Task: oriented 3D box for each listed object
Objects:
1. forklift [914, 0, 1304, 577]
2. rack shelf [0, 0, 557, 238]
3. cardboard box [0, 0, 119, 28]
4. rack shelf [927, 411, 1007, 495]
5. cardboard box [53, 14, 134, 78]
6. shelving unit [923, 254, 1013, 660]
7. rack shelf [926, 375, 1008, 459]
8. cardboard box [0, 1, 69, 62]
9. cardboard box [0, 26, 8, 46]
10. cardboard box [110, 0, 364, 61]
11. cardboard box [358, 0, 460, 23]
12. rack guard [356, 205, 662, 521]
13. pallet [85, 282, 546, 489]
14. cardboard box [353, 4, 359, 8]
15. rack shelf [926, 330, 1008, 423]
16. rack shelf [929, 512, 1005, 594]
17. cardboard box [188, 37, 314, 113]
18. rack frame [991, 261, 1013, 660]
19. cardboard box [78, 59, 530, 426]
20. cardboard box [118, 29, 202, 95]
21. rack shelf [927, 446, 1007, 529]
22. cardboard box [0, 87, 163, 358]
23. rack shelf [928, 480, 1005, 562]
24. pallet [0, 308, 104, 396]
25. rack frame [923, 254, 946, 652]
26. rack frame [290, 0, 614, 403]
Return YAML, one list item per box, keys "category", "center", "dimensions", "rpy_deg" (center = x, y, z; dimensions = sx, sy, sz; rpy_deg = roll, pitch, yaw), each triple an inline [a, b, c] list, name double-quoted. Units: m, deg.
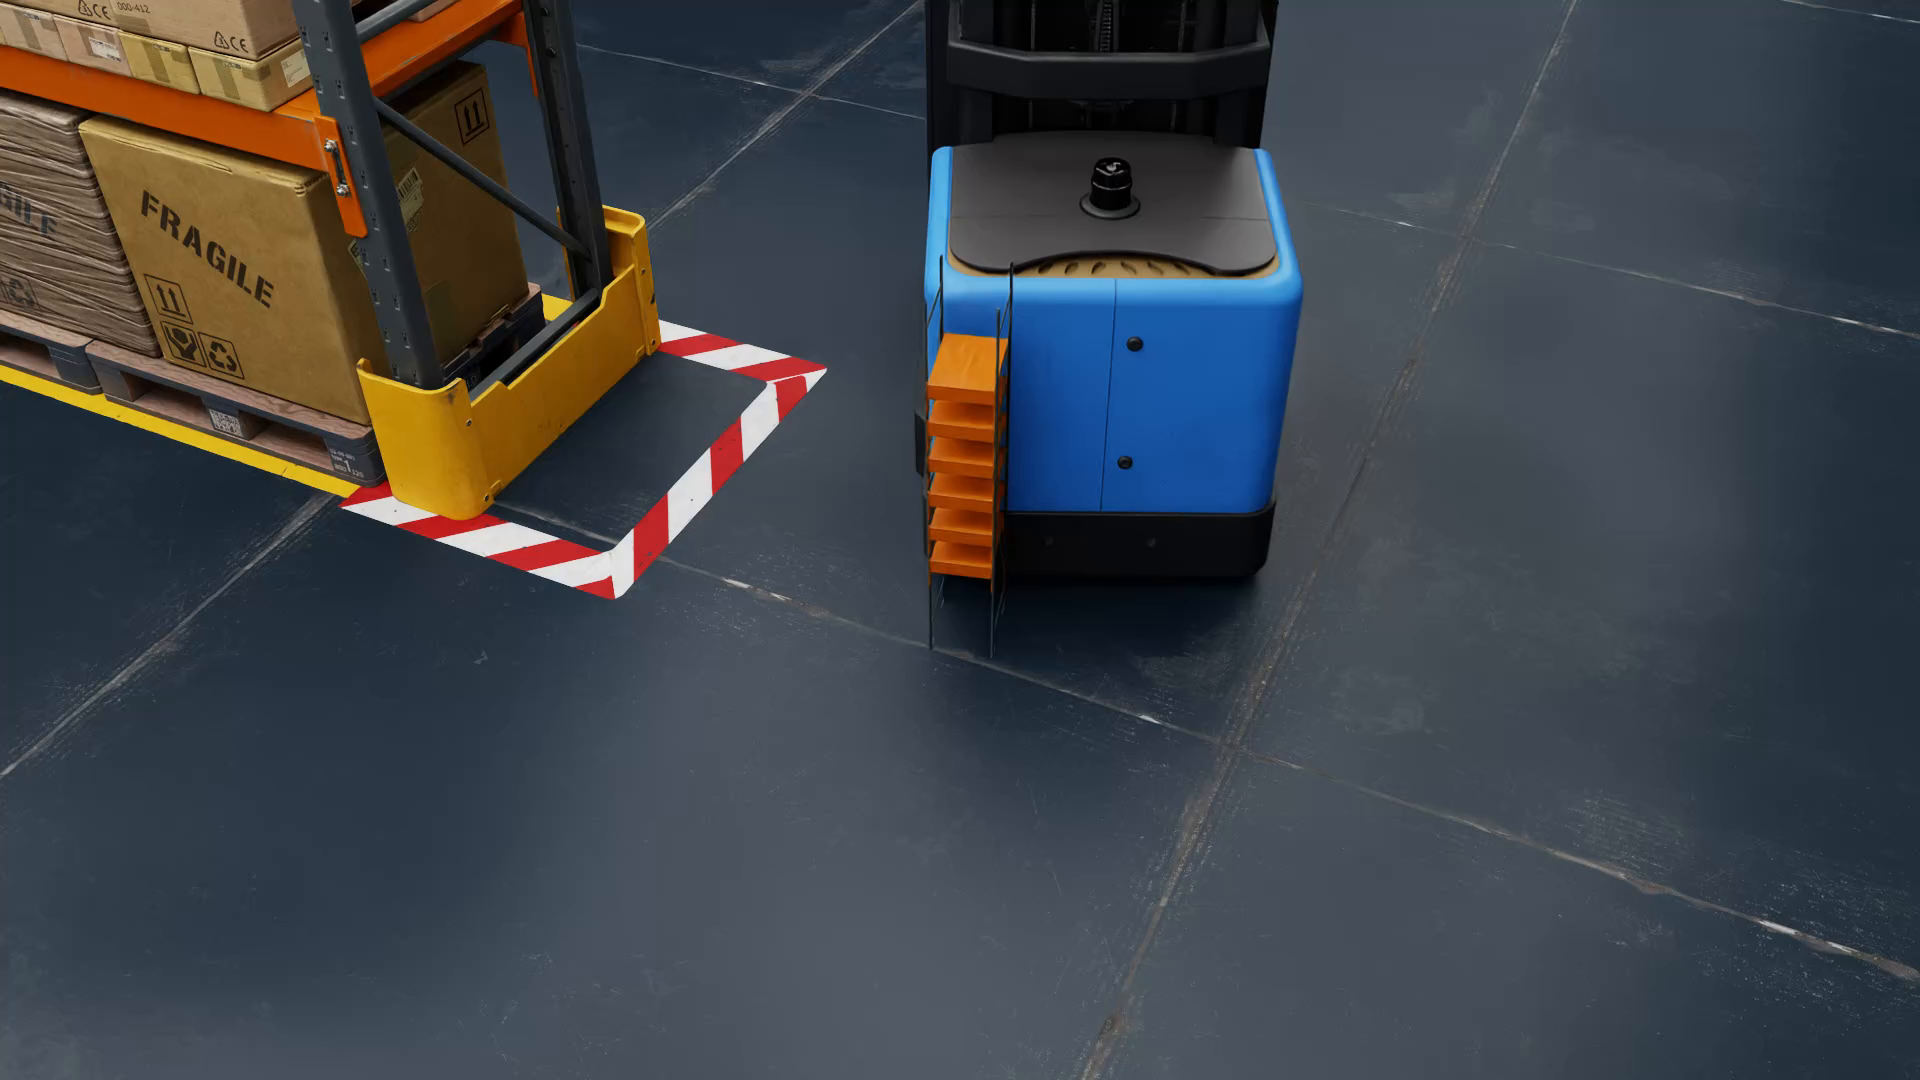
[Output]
- category: "forklift"
  center: [0.438, -1.938, 5.248]
  dimensions: [1.130, 2.935, 3.031]
  rpy_deg: [1, 41, 1]
- category: "rack shelf"
  center: [-3.307, -1.864, 5.660]
  dimensions: [4.000, 0.370, 1.077]
  rpy_deg: [17, 44, 19]
- category: "cardboard box"
  center: [-2.505, -1.756, 4.873]
  dimensions: [0.500, 0.250, 0.500]
  rpy_deg: [16, 43, 18]
- category: "rack shelf"
  center: [0.023, -0.249, 4.506]
  dimensions: [0.180, 0.103, 0.258]
  rpy_deg: [7, 41, 8]
- category: "cardboard box"
  center: [-2.420, -1.532, 4.919]
  dimensions: [0.250, 0.149, 0.380]
  rpy_deg: [17, 44, 19]
- category: "shelving unit"
  center: [0.023, -0.192, 4.555]
  dimensions: [0.189, 1.200, 0.258]
  rpy_deg: [7, 41, 8]
- category: "rack shelf"
  center: [0.023, -0.340, 4.427]
  dimensions: [0.180, 0.103, 0.258]
  rpy_deg: [7, 41, 8]
- category: "cardboard box"
  center: [-2.646, -1.602, 5.000]
  dimensions: [0.250, 0.149, 0.380]
  rpy_deg: [18, 44, 19]
- category: "cardboard box"
  center: [-2.882, -1.672, 5.081]
  dimensions: [0.250, 0.149, 0.380]
  rpy_deg: [16, 43, 18]
- category: "cardboard box"
  center: [-2.045, -1.615, 4.710]
  dimensions: [0.500, 0.250, 0.500]
  rpy_deg: [16, 44, 18]
- category: "cardboard box"
  center: [-1.676, -1.782, 5.207]
  dimensions: [0.250, 0.149, 0.380]
  rpy_deg: [17, 44, 19]
- category: "rack guard"
  center: [-1.472, -0.631, 5.596]
  dimensions: [0.348, 0.500, 1.175]
  rpy_deg: [17, 44, 19]
- category: "pallet"
  center: [-2.252, -0.703, 5.901]
  dimensions: [1.213, 0.211, 1.003]
  rpy_deg: [17, 44, 19]
- category: "cardboard box"
  center: [-1.909, -1.852, 5.288]
  dimensions: [0.250, 0.149, 0.380]
  rpy_deg: [16, 44, 18]
- category: "rack shelf"
  center: [0.023, -0.430, 4.349]
  dimensions: [0.180, 0.103, 0.258]
  rpy_deg: [7, 41, 8]
- category: "rack shelf"
  center: [0.023, 0.023, 4.742]
  dimensions: [0.180, 0.103, 0.258]
  rpy_deg: [7, 41, 8]
- category: "cardboard box"
  center: [-1.956, -1.391, 4.756]
  dimensions: [0.250, 0.149, 0.380]
  rpy_deg: [18, 44, 19]
- category: "rack frame"
  center: [0.113, -0.181, 4.543]
  dimensions: [0.006, 1.200, 0.240]
  rpy_deg: [7, 41, 8]
- category: "cardboard box"
  center: [-2.108, -1.068, 5.493]
  dimensions: [0.875, 0.875, 0.875]
  rpy_deg: [17, 44, 19]
- category: "cardboard box"
  center: [-2.192, -1.462, 4.838]
  dimensions: [0.250, 0.149, 0.380]
  rpy_deg: [17, 44, 19]
- category: "rack shelf"
  center: [0.023, -0.158, 4.584]
  dimensions: [0.180, 0.103, 0.258]
  rpy_deg: [7, 41, 8]
- category: "cardboard box"
  center: [-2.933, -1.320, 5.784]
  dimensions: [0.875, 0.875, 0.875]
  rpy_deg: [17, 44, 19]
- category: "rack shelf"
  center: [0.023, -0.068, 4.663]
  dimensions: [0.180, 0.103, 0.258]
  rpy_deg: [7, 41, 8]
- category: "pallet"
  center: [-3.353, -1.042, 6.291]
  dimensions: [1.213, 0.211, 1.003]
  rpy_deg: [17, 44, 19]
- category: "rack frame"
  center: [-0.067, -0.202, 4.567]
  dimensions: [0.006, 1.200, 0.240]
  rpy_deg: [7, 41, 8]
- category: "rack frame"
  center: [-1.494, -1.582, 4.785]
  dimensions: [0.127, 3.000, 1.000]
  rpy_deg: [17, 44, 19]
